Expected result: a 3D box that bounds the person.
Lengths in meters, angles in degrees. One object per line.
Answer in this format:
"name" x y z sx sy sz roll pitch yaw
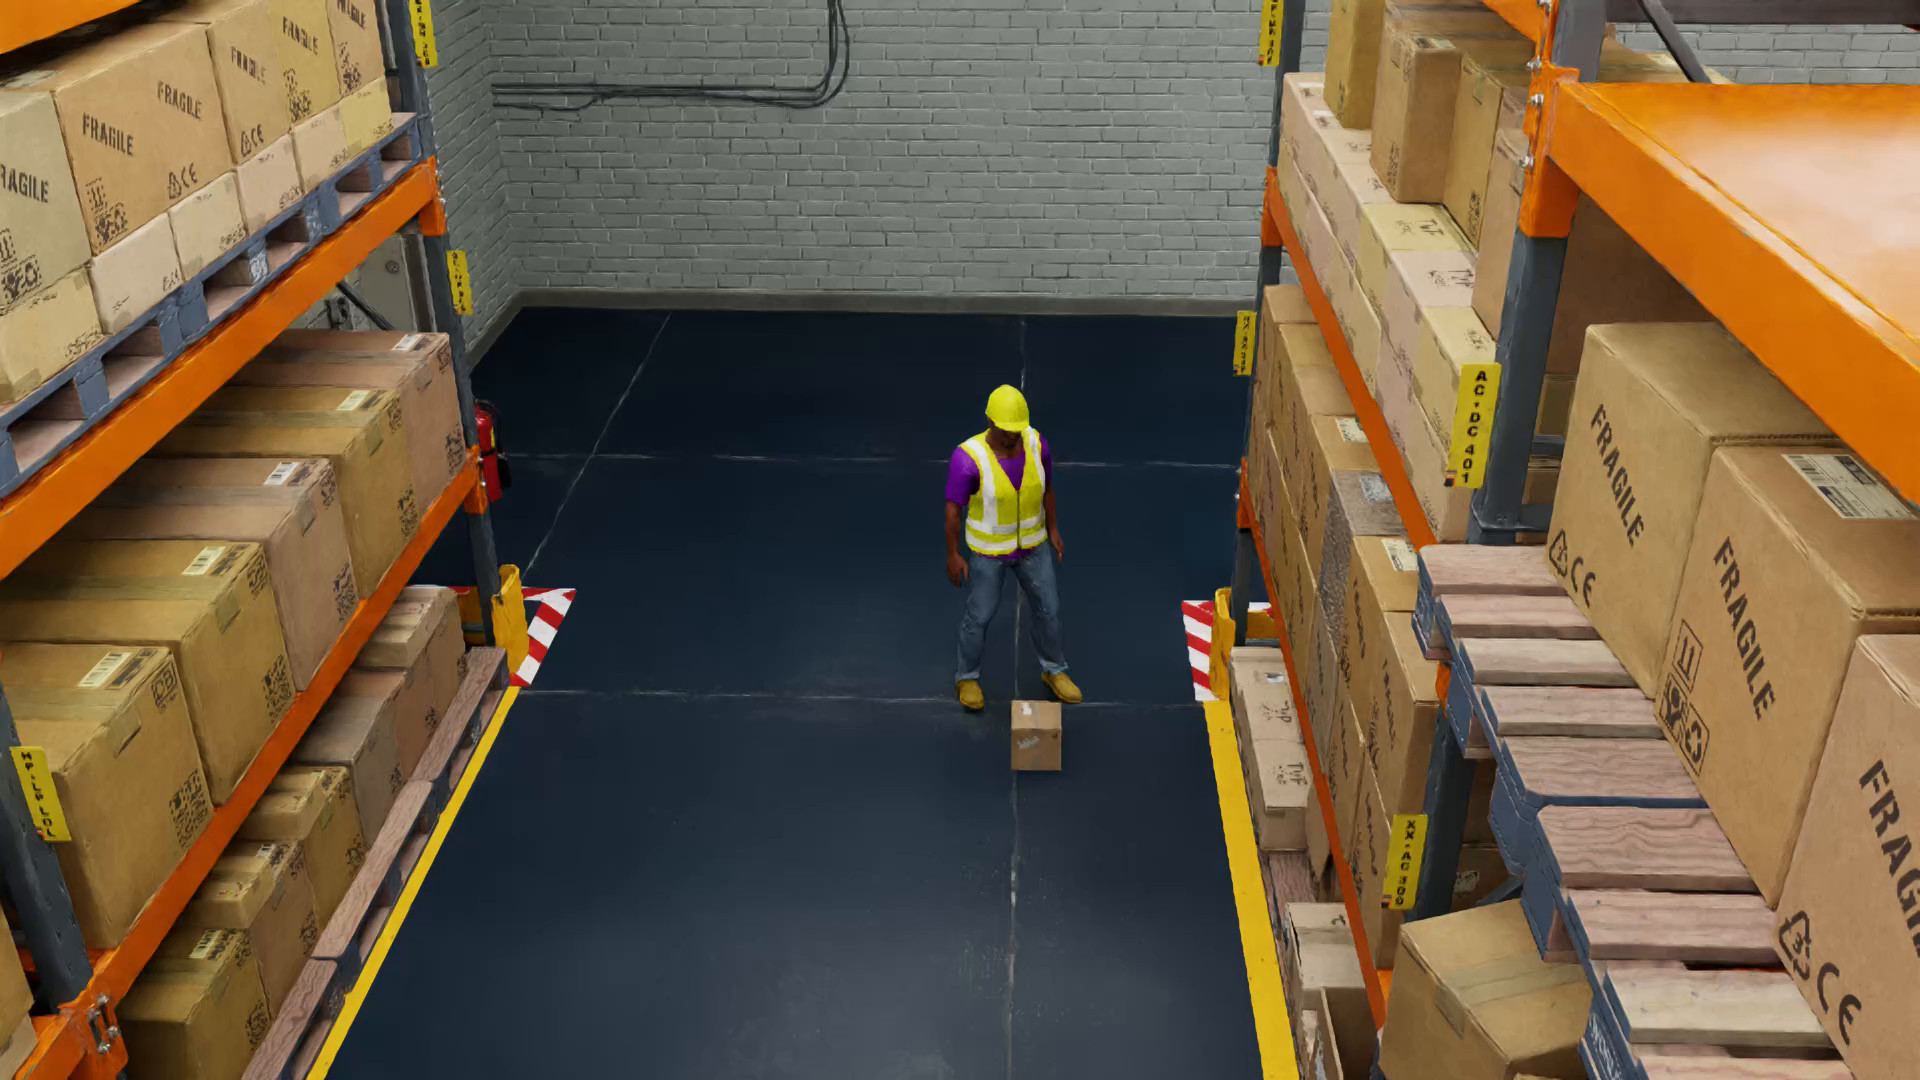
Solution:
"person" 0.270 0.040 8.473 0.671 1.767 0.488 -12 30 -22
